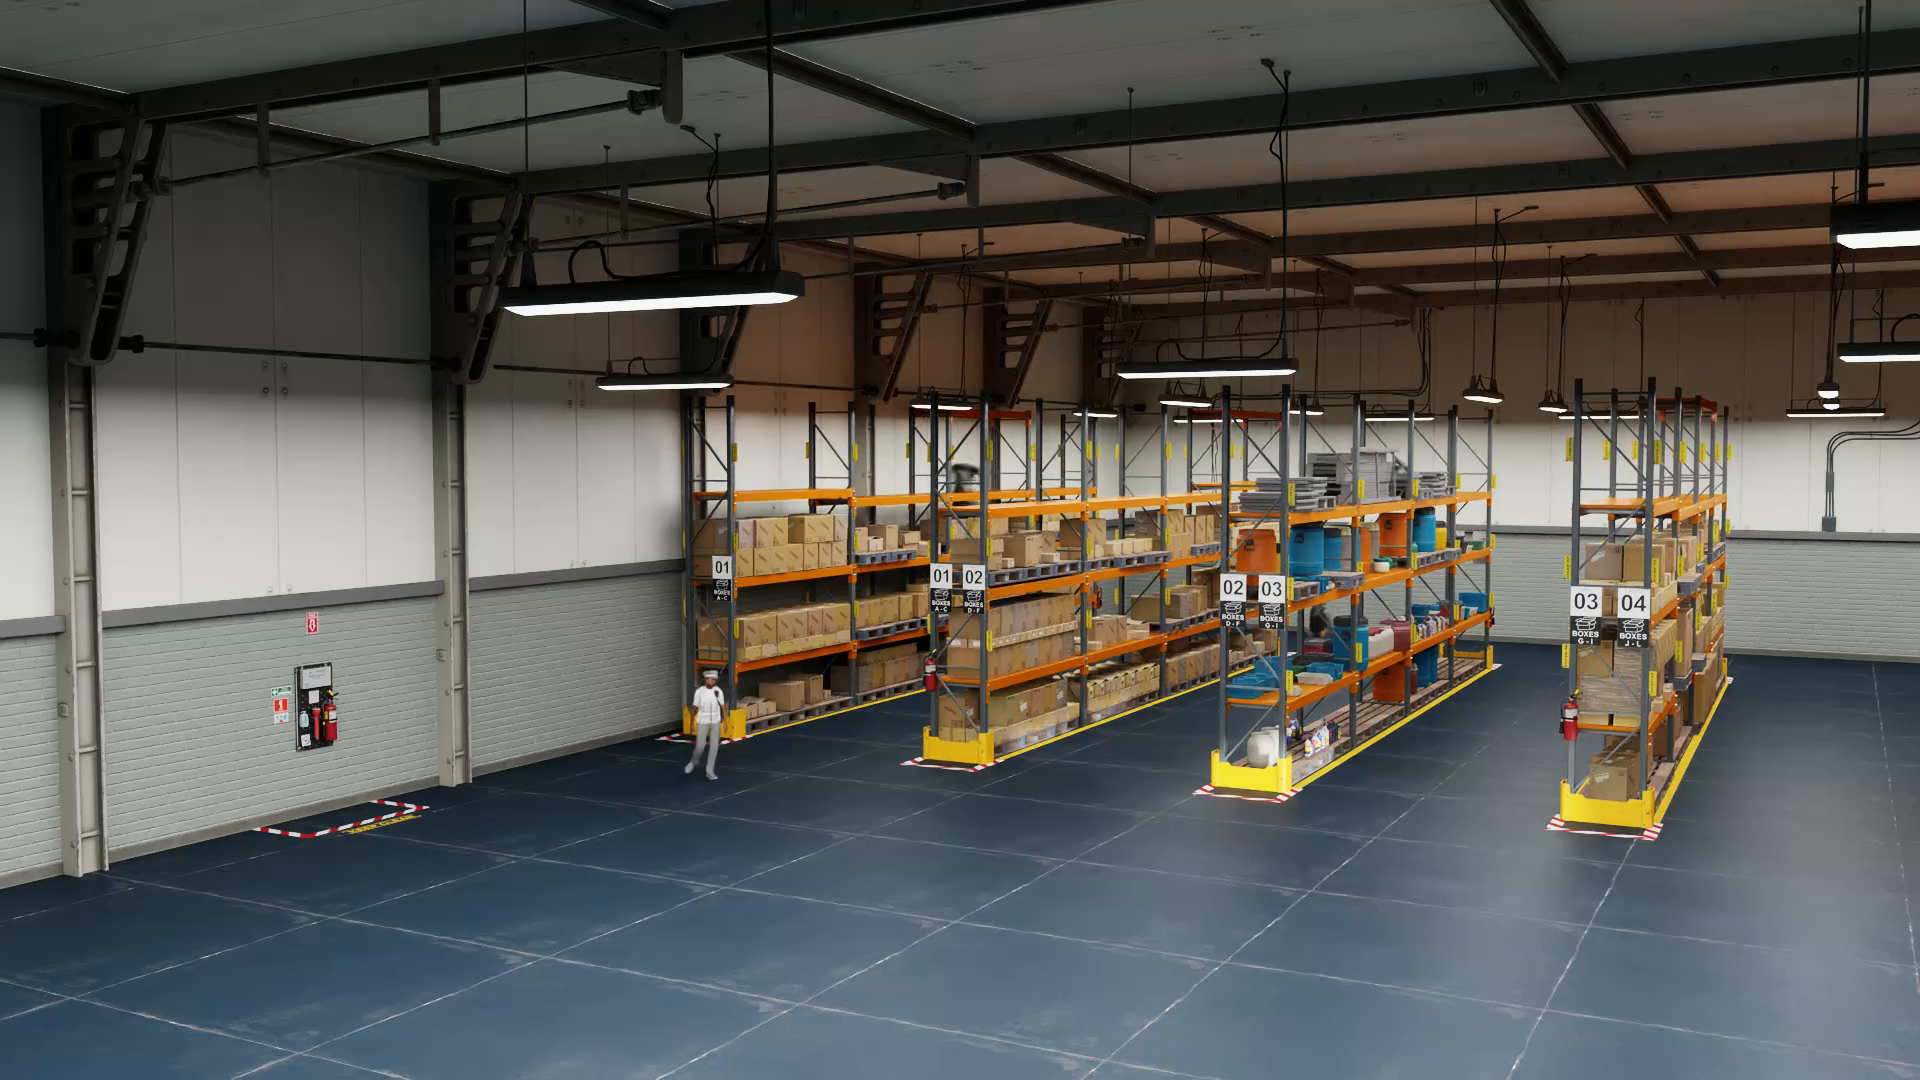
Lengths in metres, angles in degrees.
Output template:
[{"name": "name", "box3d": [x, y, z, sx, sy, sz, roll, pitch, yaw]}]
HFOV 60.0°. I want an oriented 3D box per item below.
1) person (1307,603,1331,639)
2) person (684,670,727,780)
[{"name": "person", "box3d": [8.307, 2.140, 38.538, 0.678, 1.679, 0.635, 3, 4, 41]}, {"name": "person", "box3d": [-3.909, 2.819, 25.498, 0.600, 1.679, 0.538, -1, 3, -23]}]
